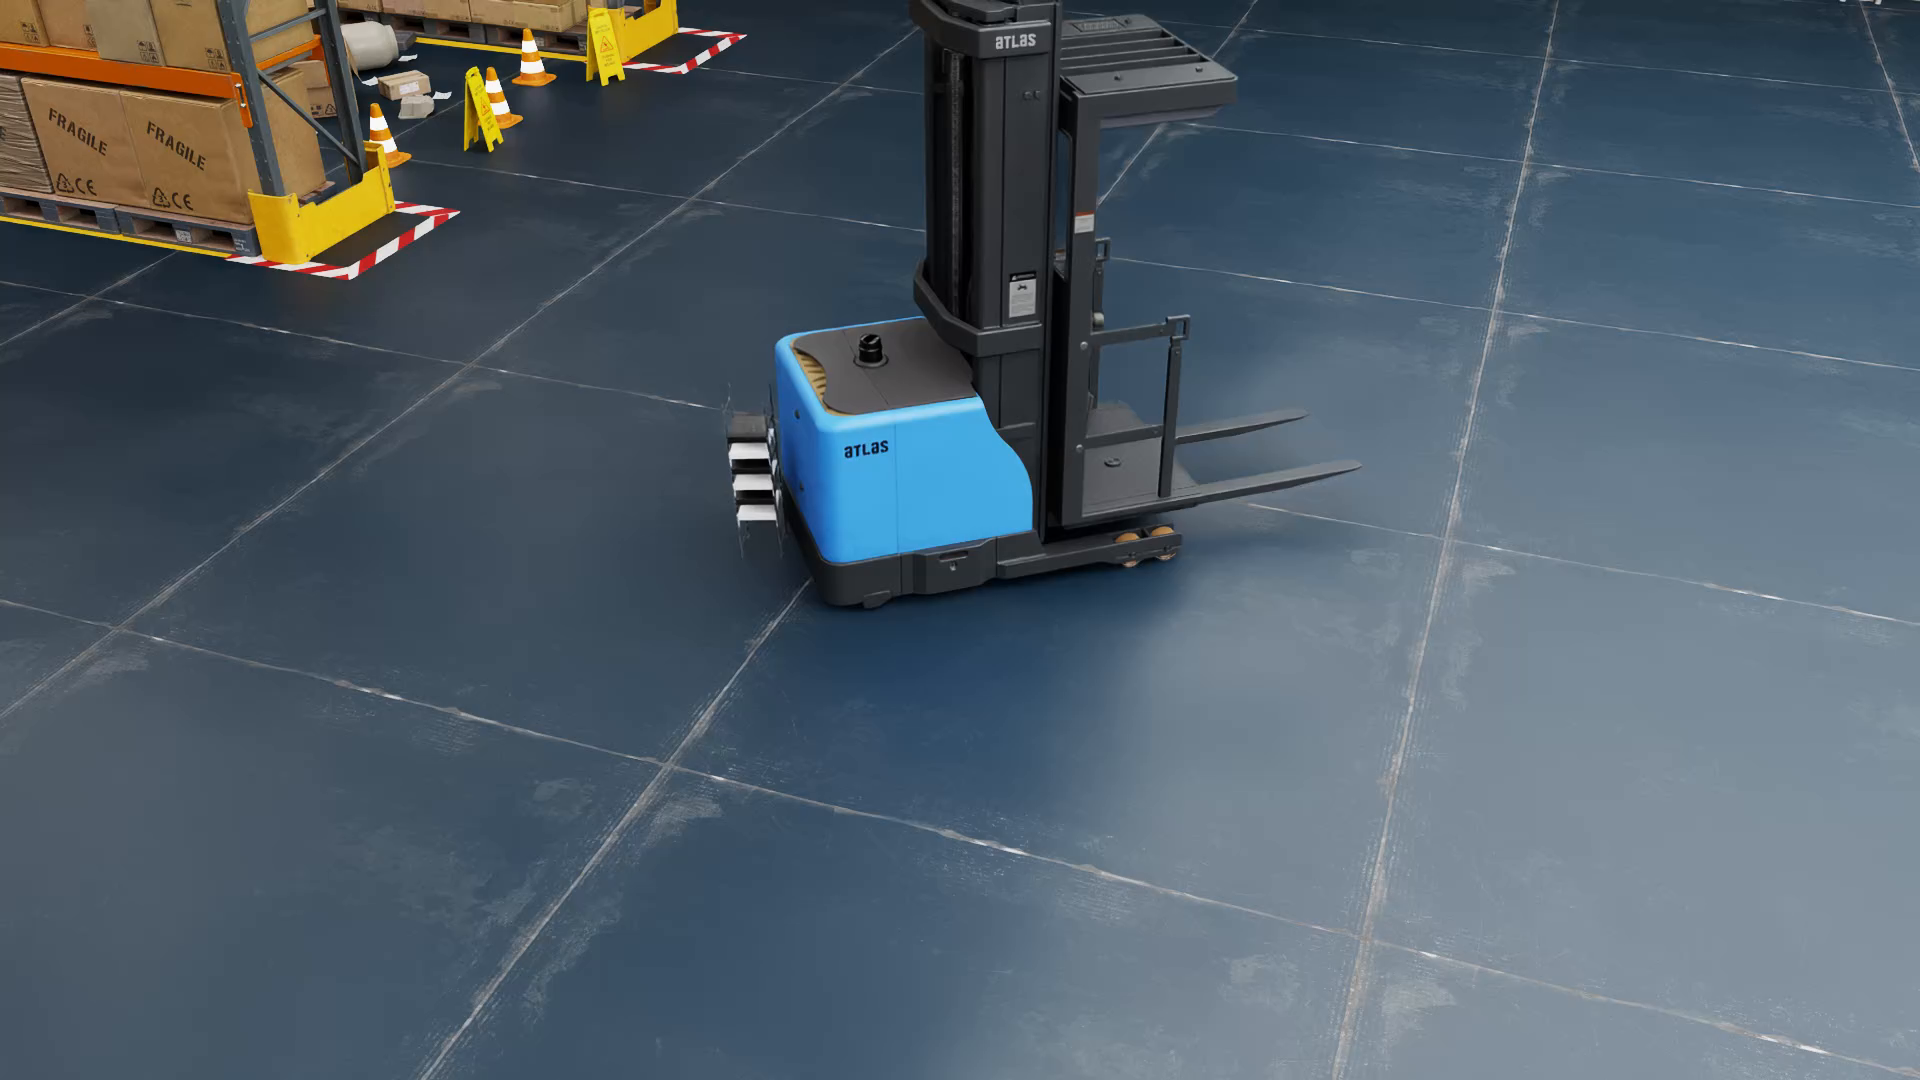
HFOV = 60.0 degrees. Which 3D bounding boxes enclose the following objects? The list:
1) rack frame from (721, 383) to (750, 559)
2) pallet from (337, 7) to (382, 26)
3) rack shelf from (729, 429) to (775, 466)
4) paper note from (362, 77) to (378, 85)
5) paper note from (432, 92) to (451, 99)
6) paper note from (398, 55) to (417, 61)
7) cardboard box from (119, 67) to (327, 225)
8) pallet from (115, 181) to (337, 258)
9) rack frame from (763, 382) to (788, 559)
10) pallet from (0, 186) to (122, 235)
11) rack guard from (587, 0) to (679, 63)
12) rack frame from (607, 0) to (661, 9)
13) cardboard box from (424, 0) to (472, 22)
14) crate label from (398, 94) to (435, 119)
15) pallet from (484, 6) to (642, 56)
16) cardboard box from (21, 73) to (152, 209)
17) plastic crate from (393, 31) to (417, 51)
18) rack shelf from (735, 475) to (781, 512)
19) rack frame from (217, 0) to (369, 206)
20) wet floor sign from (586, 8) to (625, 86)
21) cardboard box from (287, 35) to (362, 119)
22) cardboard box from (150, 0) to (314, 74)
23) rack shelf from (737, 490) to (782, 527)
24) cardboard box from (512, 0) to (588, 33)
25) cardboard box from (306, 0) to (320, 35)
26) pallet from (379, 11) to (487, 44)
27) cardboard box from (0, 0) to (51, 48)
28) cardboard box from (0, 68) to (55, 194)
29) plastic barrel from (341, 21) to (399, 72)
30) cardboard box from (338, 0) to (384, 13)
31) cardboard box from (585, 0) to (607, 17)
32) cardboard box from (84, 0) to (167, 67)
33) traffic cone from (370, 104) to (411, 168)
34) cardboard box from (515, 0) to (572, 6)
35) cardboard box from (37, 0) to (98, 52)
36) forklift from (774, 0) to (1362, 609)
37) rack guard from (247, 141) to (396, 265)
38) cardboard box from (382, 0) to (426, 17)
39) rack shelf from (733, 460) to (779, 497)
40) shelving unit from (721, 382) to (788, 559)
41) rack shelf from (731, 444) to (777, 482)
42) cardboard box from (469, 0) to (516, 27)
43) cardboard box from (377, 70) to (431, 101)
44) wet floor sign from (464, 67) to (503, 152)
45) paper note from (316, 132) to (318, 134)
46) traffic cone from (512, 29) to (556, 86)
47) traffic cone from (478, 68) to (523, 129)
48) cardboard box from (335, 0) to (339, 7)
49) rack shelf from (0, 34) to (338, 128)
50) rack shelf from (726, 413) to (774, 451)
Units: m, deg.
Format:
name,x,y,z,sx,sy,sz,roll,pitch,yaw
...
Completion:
name,x,y,z,sx,sy,sz,roll,pitch,yaw
rack frame,-1.138,-0.344,8.453,0.006,0.900,0.240,-1,33,3
pallet,-6.200,-5.532,17.123,1.213,0.211,1.003,11,34,16
rack shelf,-1.043,-0.469,8.368,0.200,0.077,0.258,-1,33,3
paper note,-5.389,-4.212,15.257,0.142,0.019,0.148,24,40,32
paper note,-4.640,-3.985,14.894,0.142,0.019,0.148,0,33,0
paper note,-5.260,-4.599,15.845,0.148,0.019,0.142,0,33,0
cardboard box,-5.315,-2.904,12.054,0.875,0.875,0.875,11,35,17
pallet,-5.433,-2.465,12.373,1.213,0.211,1.003,11,34,16
rack frame,-0.935,-0.348,8.443,0.006,0.900,0.240,-1,33,3
pallet,-6.578,-2.689,12.720,1.213,0.211,1.003,11,34,16
rack guard,-3.151,-5.040,16.095,0.348,0.500,1.175,11,34,16
rack frame,-3.079,-6.076,15.395,0.127,3.000,1.000,11,34,16
cardboard box,-4.910,-5.299,16.340,0.500,0.250,0.500,10,34,15
crate label,-4.734,-3.776,14.473,0.298,0.136,0.250,-6,33,-9
pallet,-3.903,-5.085,16.431,1.213,0.211,1.003,11,34,16
cardboard box,-6.144,-3.064,12.302,0.875,0.875,0.875,10,34,16
plastic crate,-5.643,-4.875,16.227,0.583,0.080,0.402,0,33,0
rack shelf,-1.032,-0.242,8.514,0.200,0.077,0.258,-1,33,3
rack frame,-4.654,-3.530,11.452,0.127,3.000,1.000,11,34,16
wet floor sign,-3.261,-4.506,15.134,0.232,0.644,0.267,24,40,32
cardboard box,-5.587,-4.056,14.568,0.637,0.503,0.797,-11,35,-17
cardboard box,-5.018,-3.638,11.480,0.550,0.550,0.875,11,34,16
rack shelf,-1.028,-0.166,8.563,0.200,0.077,0.258,-1,33,3
cardboard box,-3.953,-5.112,16.050,0.500,0.250,0.500,11,34,16
cardboard box,-6.295,-4.868,15.826,0.500,0.500,0.500,-18,37,-25
pallet,-5.048,-5.309,16.778,1.213,0.211,1.003,11,34,16
cardboard box,-6.541,-3.970,11.995,0.500,0.550,0.875,11,34,16
cardboard box,-7.001,-3.232,12.562,0.875,0.875,0.875,11,35,17
plastic barrel,-5.534,-4.598,15.482,0.512,0.421,0.421,-18,37,-25
cardboard box,-5.874,-5.491,16.638,0.500,0.250,0.500,13,35,19
cardboard box,-3.745,-5.386,16.474,0.500,0.250,0.500,11,34,16
cardboard box,-5.544,-3.727,11.619,0.550,0.550,0.875,11,34,16
traffic cone,-4.675,-3.286,13.413,0.334,0.463,0.336,11,34,16
cardboard box,-3.921,-5.426,15.844,0.500,0.500,0.500,11,35,17
cardboard box,-6.028,-3.894,11.877,0.550,0.550,0.875,11,34,16
forklift,0.629,-1.360,8.154,3.031,2.935,1.130,-10,34,-15
rack guard,-4.631,-2.475,12.123,0.348,0.500,1.175,11,34,16
cardboard box,-5.374,-5.396,16.489,0.500,0.250,0.500,11,34,16
rack shelf,-1.035,-0.318,8.466,0.200,0.077,0.258,-1,33,3
shelving unit,-1.037,-0.346,8.448,0.210,0.900,0.258,-1,33,3
rack shelf,-1.039,-0.393,8.417,0.200,0.077,0.258,-1,33,3
cardboard box,-4.416,-5.207,16.196,0.500,0.250,0.500,11,34,17
cardboard box,-4.994,-4.086,14.942,0.380,0.149,0.250,-25,40,-33
wet floor sign,-3.959,-3.546,13.648,0.232,0.644,0.267,5,33,8
paper note,-5.518,-3.428,14.033,0.142,0.017,0.144,24,40,32
traffic cone,-3.919,-4.430,15.185,0.334,0.463,0.336,11,34,16
traffic cone,-3.973,-3.801,14.211,0.334,0.463,0.336,11,34,16
cardboard box,-6.380,-5.583,16.780,0.500,0.250,0.500,9,34,14
rack shelf,-6.537,-3.594,12.214,4.000,0.370,1.077,11,34,16
rack shelf,-1.047,-0.545,8.320,0.200,0.077,0.258,-1,33,3
